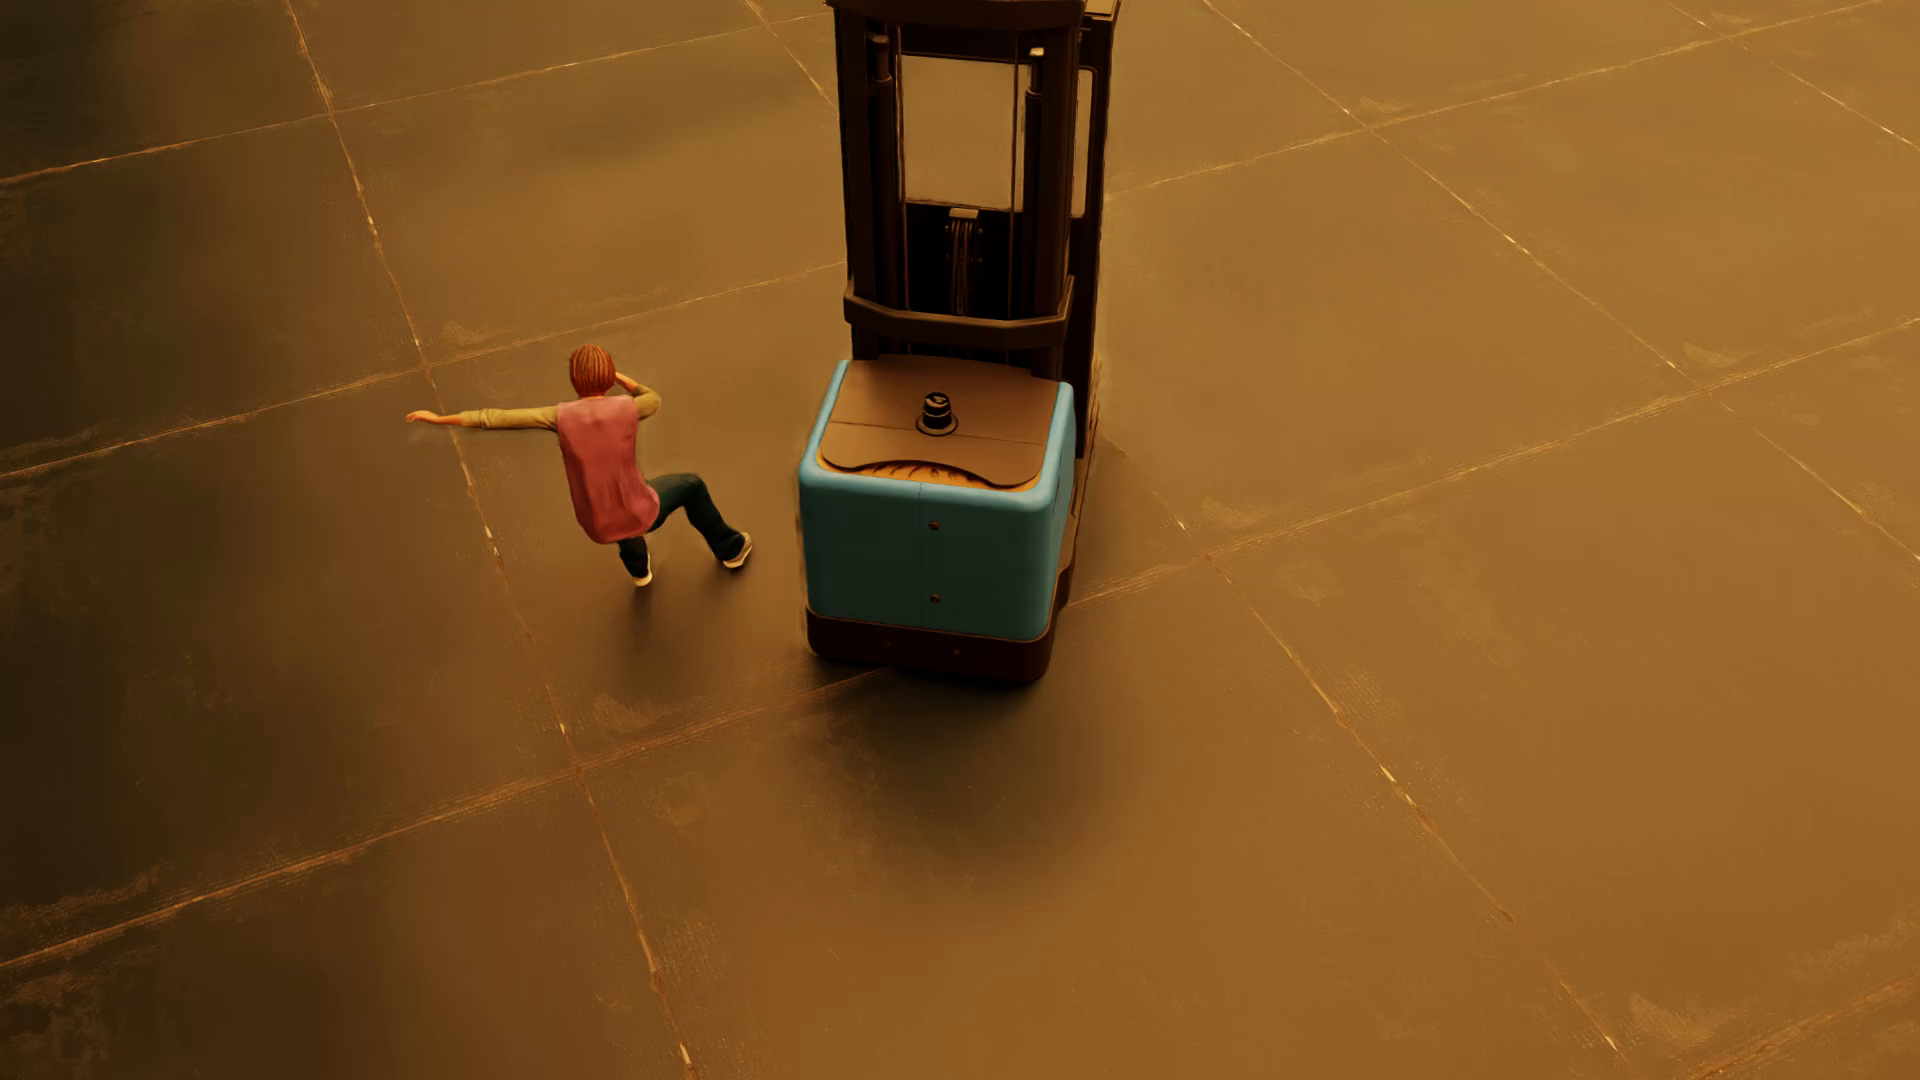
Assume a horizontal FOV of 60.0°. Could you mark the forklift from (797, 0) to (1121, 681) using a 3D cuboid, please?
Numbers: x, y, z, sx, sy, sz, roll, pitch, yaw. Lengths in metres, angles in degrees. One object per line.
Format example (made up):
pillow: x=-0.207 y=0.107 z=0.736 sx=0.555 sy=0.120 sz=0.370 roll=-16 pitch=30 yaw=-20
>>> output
forklift: x=0.094 y=-1.485 z=7.271 sx=1.130 sy=2.935 sz=3.031 roll=7 pitch=43 yaw=7

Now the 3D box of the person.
person: x=-1.598 y=-0.272 z=7.179 sx=1.340 sy=1.310 sz=0.715 roll=-10 pitch=44 yaw=-10
